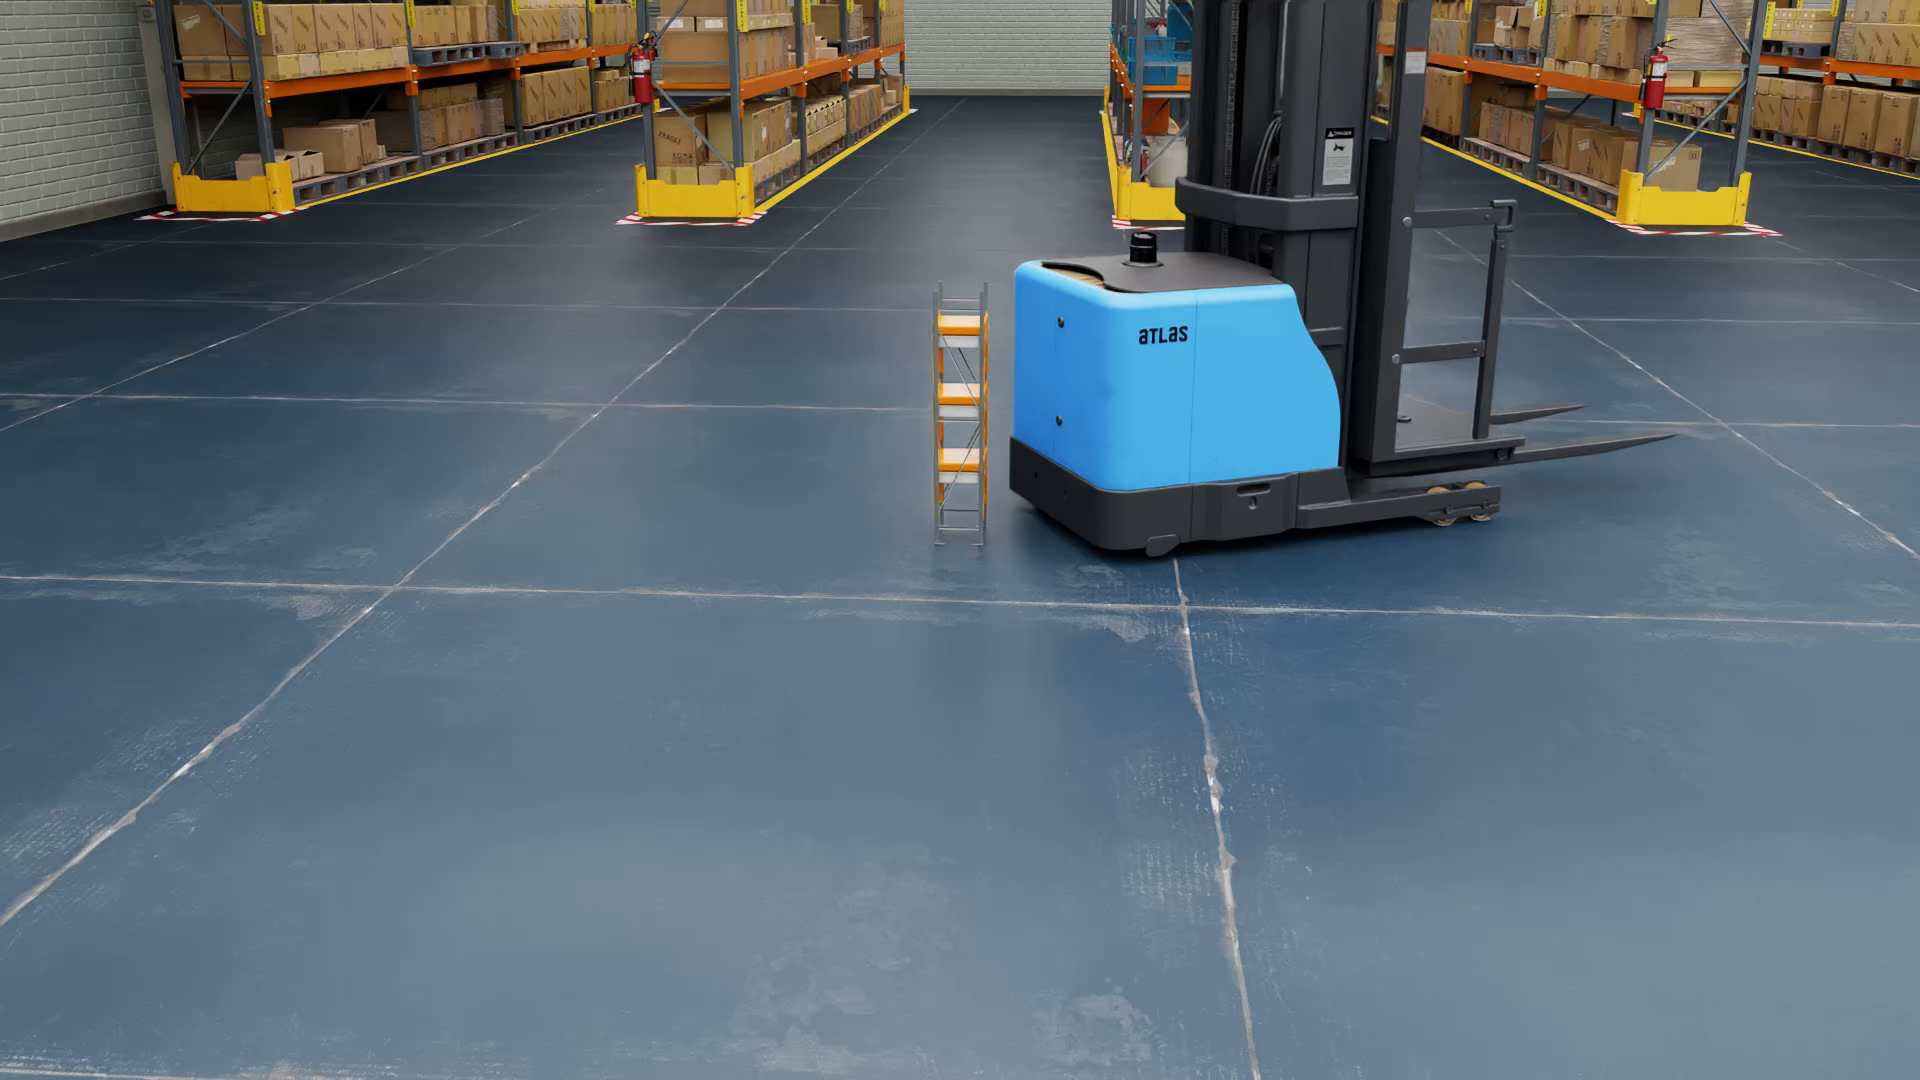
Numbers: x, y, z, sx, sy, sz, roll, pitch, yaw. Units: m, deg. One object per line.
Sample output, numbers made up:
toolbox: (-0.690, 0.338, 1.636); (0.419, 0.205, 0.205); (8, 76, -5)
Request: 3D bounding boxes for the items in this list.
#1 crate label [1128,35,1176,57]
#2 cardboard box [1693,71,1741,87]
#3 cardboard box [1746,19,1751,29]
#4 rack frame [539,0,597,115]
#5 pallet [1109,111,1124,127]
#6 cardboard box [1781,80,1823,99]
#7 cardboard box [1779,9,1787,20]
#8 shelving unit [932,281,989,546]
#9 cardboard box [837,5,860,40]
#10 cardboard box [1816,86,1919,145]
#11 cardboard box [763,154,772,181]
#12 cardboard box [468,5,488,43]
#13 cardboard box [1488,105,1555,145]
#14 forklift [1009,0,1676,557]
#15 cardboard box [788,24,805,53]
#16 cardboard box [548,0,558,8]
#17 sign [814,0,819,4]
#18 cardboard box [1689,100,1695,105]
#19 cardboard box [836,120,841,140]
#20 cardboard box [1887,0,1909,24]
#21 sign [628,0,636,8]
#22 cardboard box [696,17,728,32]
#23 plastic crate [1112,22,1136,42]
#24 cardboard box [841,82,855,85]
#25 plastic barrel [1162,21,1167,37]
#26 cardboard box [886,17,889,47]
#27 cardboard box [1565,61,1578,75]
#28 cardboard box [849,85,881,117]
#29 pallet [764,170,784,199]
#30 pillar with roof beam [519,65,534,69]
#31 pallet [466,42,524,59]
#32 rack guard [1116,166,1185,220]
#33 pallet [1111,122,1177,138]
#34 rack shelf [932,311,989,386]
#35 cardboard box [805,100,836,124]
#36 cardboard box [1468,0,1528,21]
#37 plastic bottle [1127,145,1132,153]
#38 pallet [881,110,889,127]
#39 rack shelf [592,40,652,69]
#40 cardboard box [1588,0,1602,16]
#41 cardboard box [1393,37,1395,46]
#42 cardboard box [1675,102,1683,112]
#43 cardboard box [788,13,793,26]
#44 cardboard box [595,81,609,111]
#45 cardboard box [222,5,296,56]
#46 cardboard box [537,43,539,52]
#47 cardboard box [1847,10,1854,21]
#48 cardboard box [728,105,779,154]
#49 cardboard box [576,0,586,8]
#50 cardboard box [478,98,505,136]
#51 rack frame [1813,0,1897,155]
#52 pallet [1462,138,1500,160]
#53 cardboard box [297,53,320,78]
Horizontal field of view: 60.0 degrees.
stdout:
crate label: (2.086, -5.269, 18.130); (0.502, 0.435, 0.616); (1, 18, 4)
cardboard box: (7.422, -4.528, 16.328); (0.380, 0.149, 0.250); (1, 18, 4)
cardboard box: (12.424, -8.017, 25.824); (0.380, 0.149, 0.250); (1, 18, 2)
rack frame: (-6.798, -8.623, 28.421); (1.000, 3.000, 0.127); (1, 18, 4)
pallet: (3.098, -7.306, 28.880); (1.003, 0.211, 1.213); (1, 18, 4)
cardboard box: (12.490, -6.650, 24.537); (0.500, 0.250, 0.500); (2, 18, 5)
cardboard box: (12.333, -7.749, 24.528); (0.380, 0.149, 0.250); (1, 18, 4)
shelving unit: (0.004, -0.516, 6.810); (0.215, 1.050, 0.252); (1, 18, 4)
cardboard box: (-1.955, -7.996, 25.674); (0.700, 0.500, 0.500); (5, 19, 14)
cardboard box: (12.544, -5.850, 22.898); (1.050, 0.750, 0.750); (1, 18, 3)
cardboard box: (-2.388, -4.152, 18.517); (0.500, 0.250, 0.500); (1, 18, 4)
cardboard box: (-7.121, -7.317, 23.568); (0.700, 0.500, 0.500); (0, 18, -1)
cardboard box: (7.682, -5.689, 22.775); (0.700, 0.500, 0.500); (0, 18, -1)
forklift: (1.790, -1.596, 7.088); (3.031, 2.935, 1.130); (-7, 19, -20)
cardboard box: (-2.321, -6.478, 21.715); (0.500, 0.500, 0.500); (3, 18, 8)
cardboard box: (-6.695, -8.552, 26.329); (0.500, 0.250, 0.500); (1, 18, 3)
sign: (-2.398, -8.935, 27.982); (0.100, 0.325, 0.005); (1, 18, 4)
cardboard box: (12.793, -7.563, 28.614); (0.380, 0.149, 0.250); (2, 18, 5)
cardboard box: (-1.971, -5.835, 23.655); (0.500, 0.250, 0.500); (1, 18, 3)
cardboard box: (12.566, -6.974, 21.622); (0.700, 0.500, 0.500); (1, 18, 3)
sign: (-3.257, -5.466, 16.546); (0.100, 0.325, 0.005); (1, 18, 4)
cardboard box: (-2.474, -5.259, 16.954); (0.380, 0.149, 0.250); (1, 18, 4)
plastic crate: (2.777, -8.575, 28.205); (0.392, 0.384, 0.575); (1, 18, 4)
cardboard box: (-2.099, -7.718, 28.968); (0.500, 0.500, 0.500); (1, 18, 4)
plastic barrel: (2.850, -6.502, 21.730); (0.433, 0.535, 0.433); (0, 18, 0)
cardboard box: (-1.515, -8.872, 29.022); (0.500, 0.500, 0.500); (2, 18, 5)
cardboard box: (7.046, -5.317, 18.735); (0.380, 0.149, 0.250); (1, 18, 4)
cardboard box: (-1.606, -7.375, 27.921); (0.500, 0.500, 0.500); (1, 18, 4)
pallet: (-2.614, -4.078, 19.028); (1.003, 0.211, 1.213); (1, 18, 4)
pillar with roof beam: (-3.316, -11.614, 27.916); (9.100, 9.000, 0.400); (1, 18, 4)
pallet: (-7.029, -7.066, 23.977); (1.213, 0.211, 1.003); (1, 18, 4)
rack guard: (2.182, -3.512, 16.837); (1.175, 0.500, 0.348); (1, 18, 4)
pallet: (2.902, -6.458, 26.293); (1.003, 0.211, 1.213); (1, 18, 4)
rack shelf: (0.004, -0.775, 6.725); (0.215, 0.259, 0.240); (1, 18, 4)
cardboard box: (-2.005, -5.944, 23.087); (0.500, 0.311, 0.500); (1, 18, 4)
cardboard box: (7.806, -7.800, 24.138); (0.797, 0.503, 0.637); (2, 18, 6)
plastic bottle: (1.981, -4.377, 19.013); (0.144, 0.351, 0.185); (2, 18, 6)
pallet: (-1.806, -7.401, 29.173); (1.003, 0.211, 1.213); (1, 18, 4)
rack shelf: (-6.654, -8.902, 30.429); (1.077, 0.370, 4.000); (1, 18, 4)
cardboard box: (7.069, -5.870, 17.777); (0.500, 0.500, 0.500); (1, 18, 4)
cardboard box: (7.830, -8.752, 29.219); (0.380, 0.149, 0.250); (2, 18, 5)
cardboard box: (12.796, -7.600, 29.203); (0.380, 0.149, 0.250); (1, 18, 4)
cardboard box: (-2.236, -6.295, 20.116); (0.380, 0.149, 0.250); (1, 18, 4)
cardboard box: (-6.642, -7.865, 29.447); (0.700, 0.500, 0.500); (2, 18, 5)
cardboard box: (-7.324, -5.332, 17.383); (0.500, 0.500, 0.500); (1, 18, 4)
cardboard box: (-6.795, -7.688, 25.940); (0.380, 0.149, 0.250); (2, 18, 5)
cardboard box: (12.920, -7.492, 23.745); (0.380, 0.149, 0.250); (1, 18, 2)
cardboard box: (-2.346, -4.663, 18.874); (0.500, 0.500, 0.500); (1, 18, 4)
cardboard box: (-6.576, -9.027, 27.779); (0.500, 0.250, 0.500); (2, 18, 5)
cardboard box: (-7.084, -6.177, 24.265); (0.700, 0.500, 0.500); (2, 18, 5)
rack frame: (12.677, -6.907, 23.184); (1.000, 3.000, 0.127); (1, 18, 4)
pallet: (7.680, -5.481, 23.311); (1.003, 0.211, 1.213); (1, 18, 4)
cardboard box: (-7.283, -5.140, 18.002); (0.500, 0.250, 0.500); (1, 18, 2)
